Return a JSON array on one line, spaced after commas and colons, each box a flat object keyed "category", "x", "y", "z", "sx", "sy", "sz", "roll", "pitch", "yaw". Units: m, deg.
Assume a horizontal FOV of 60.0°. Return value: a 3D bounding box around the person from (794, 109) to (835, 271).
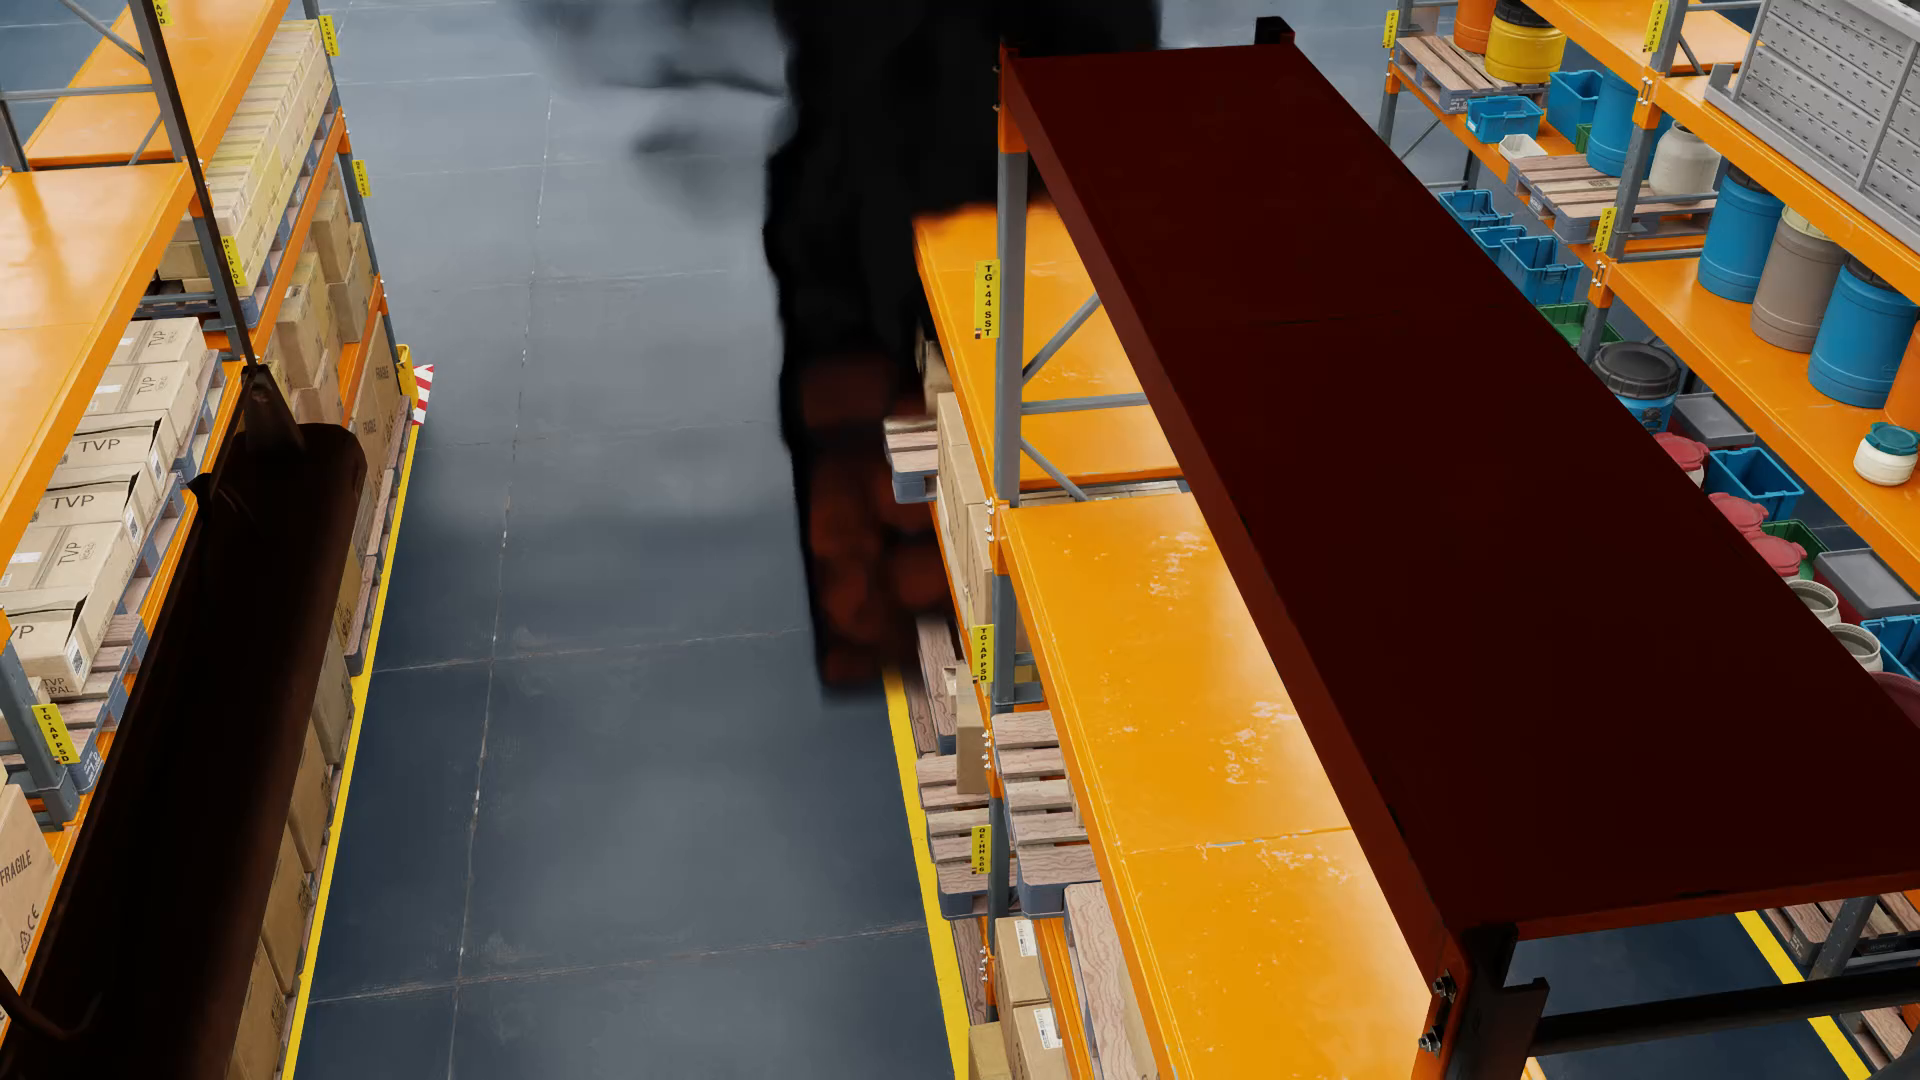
[{"category": "person", "x": -1.457, "y": -3.508, "z": 16.788, "sx": 0.609, "sy": 1.723, "sz": 0.734, "roll": 20, "pitch": 41, "yaw": 25}]
